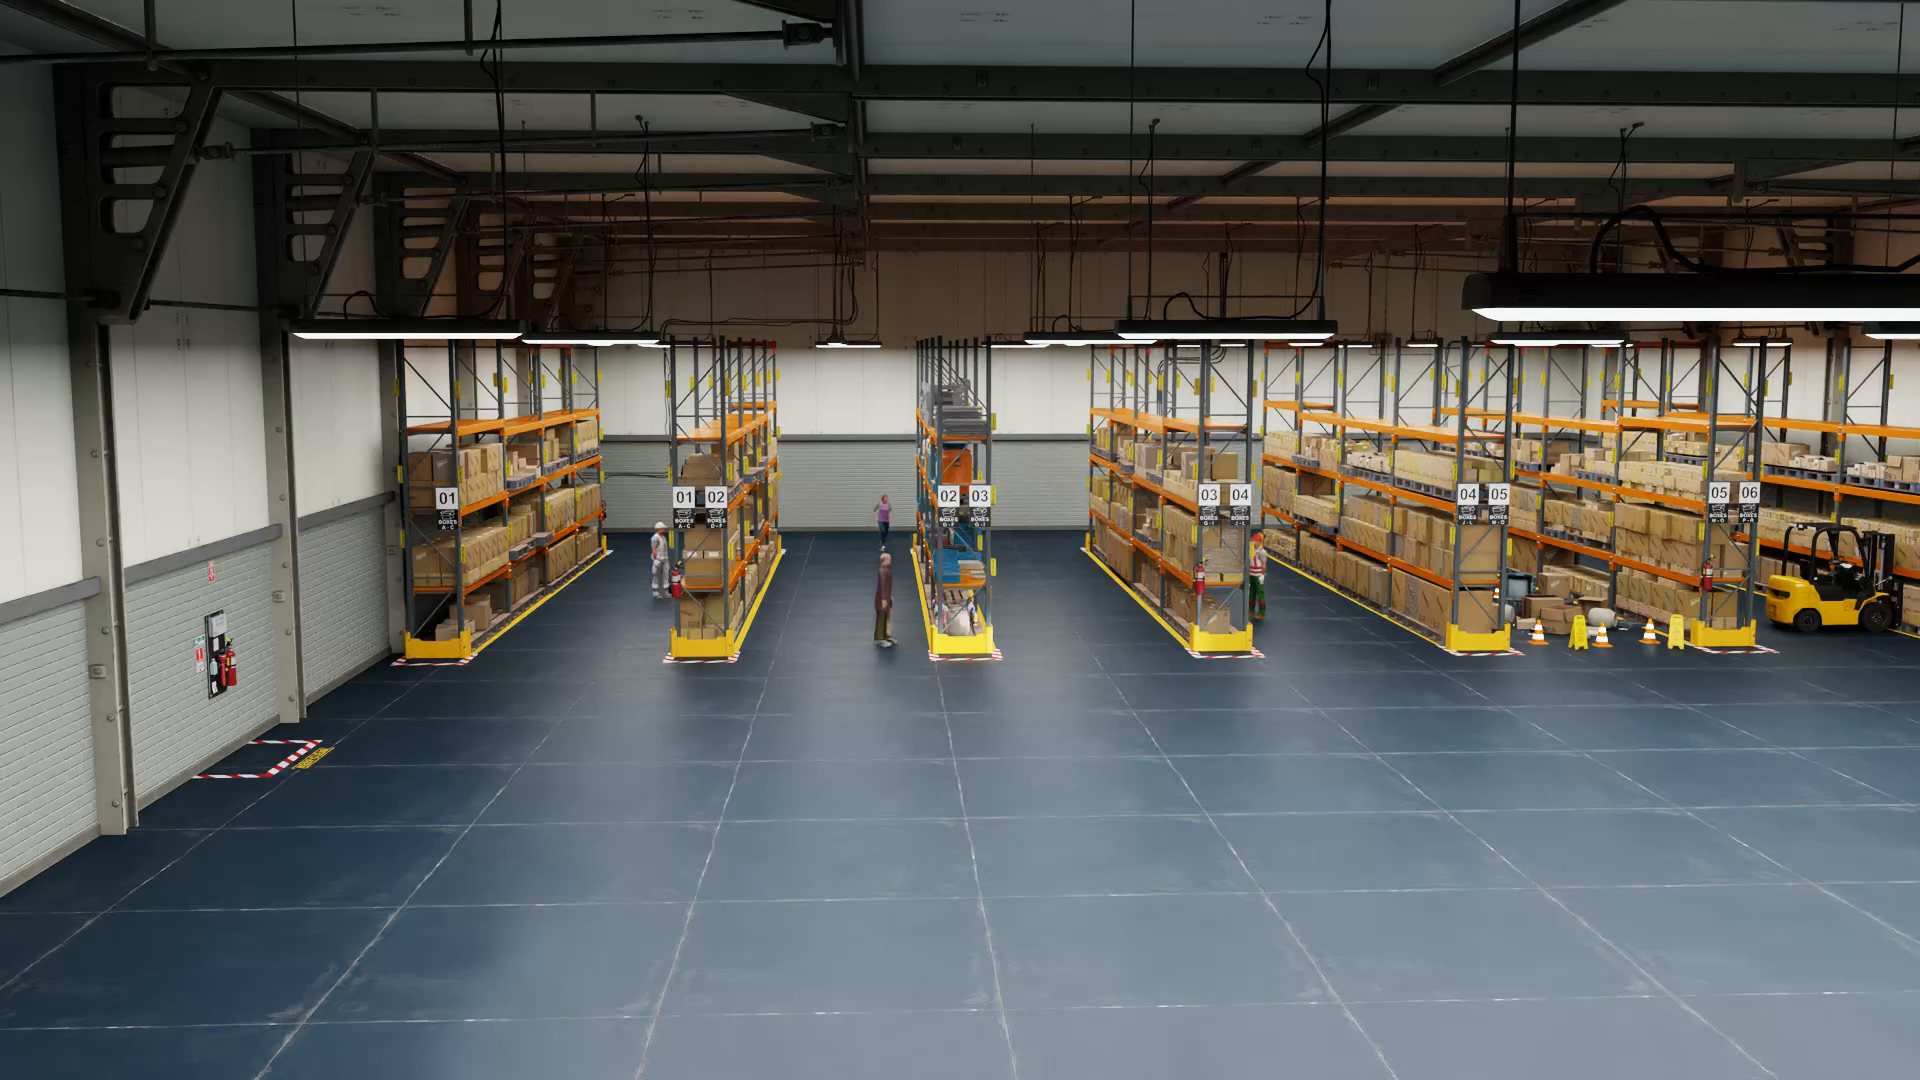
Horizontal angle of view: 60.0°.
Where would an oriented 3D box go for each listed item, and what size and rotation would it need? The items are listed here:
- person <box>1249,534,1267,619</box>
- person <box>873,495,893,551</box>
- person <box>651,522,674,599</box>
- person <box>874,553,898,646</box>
[{"bbox_3d":[6.345,0.773,35.682,0.383,1.795,0.582,-4,8,-32],"label":"person"},{"bbox_3d":[-2.220,-0.525,48.166,0.547,1.599,0.798,-2,7,-21],"label":"person"},{"bbox_3d":[-6.874,0.492,38.355,0.609,1.786,0.554,5,8,35],"label":"person"},{"bbox_3d":[-1.453,1.150,32.453,0.467,1.799,0.605,0,6,2],"label":"person"}]
